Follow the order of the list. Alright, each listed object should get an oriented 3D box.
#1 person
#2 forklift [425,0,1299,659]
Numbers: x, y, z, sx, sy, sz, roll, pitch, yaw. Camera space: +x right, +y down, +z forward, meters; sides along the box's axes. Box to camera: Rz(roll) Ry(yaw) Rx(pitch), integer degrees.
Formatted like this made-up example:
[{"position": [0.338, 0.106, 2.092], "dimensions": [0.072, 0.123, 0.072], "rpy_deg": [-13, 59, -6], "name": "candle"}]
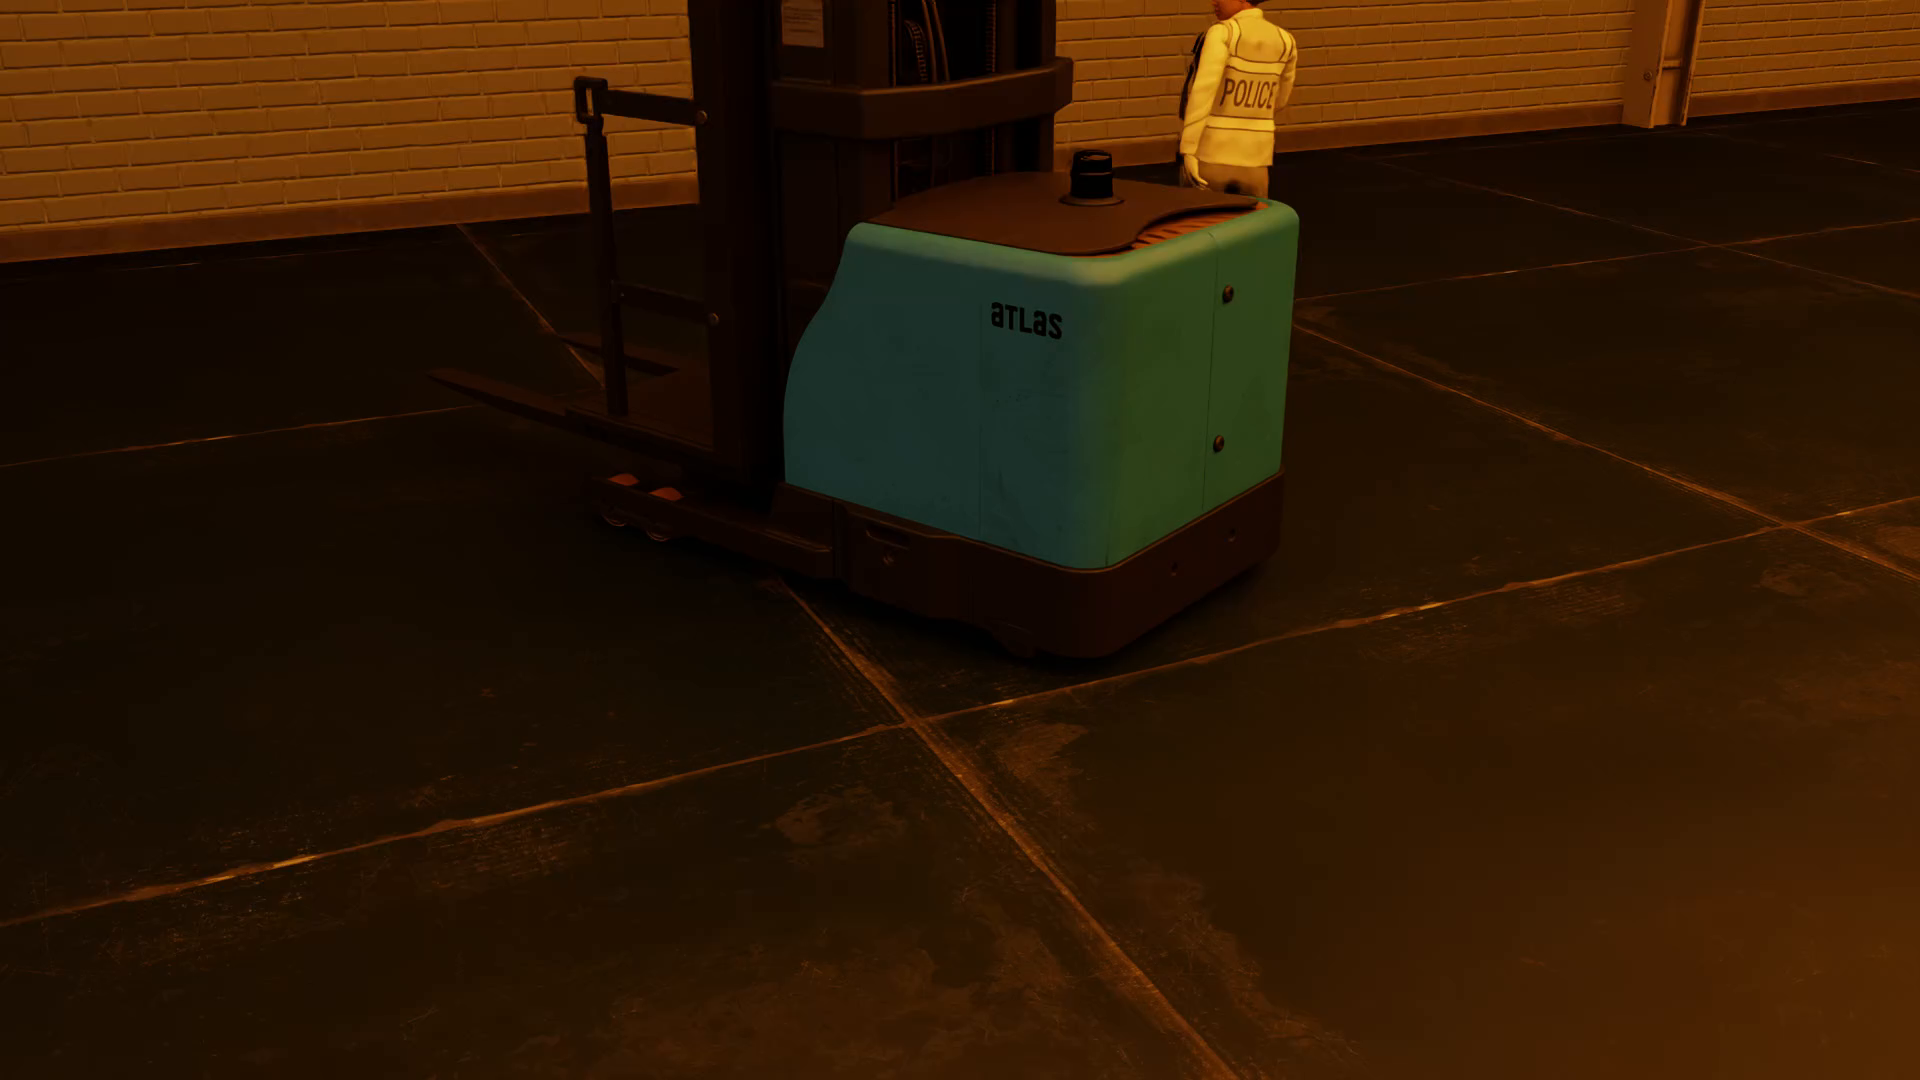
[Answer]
[{"position": [1.062, -1.457, 6.607], "dimensions": [0.549, 1.666, 0.783], "rpy_deg": [-2, 23, -6], "name": "person"}, {"position": [-0.530, -1.489, 4.870], "dimensions": [3.031, 2.935, 1.130], "rpy_deg": [17, 28, 35], "name": "forklift"}]
